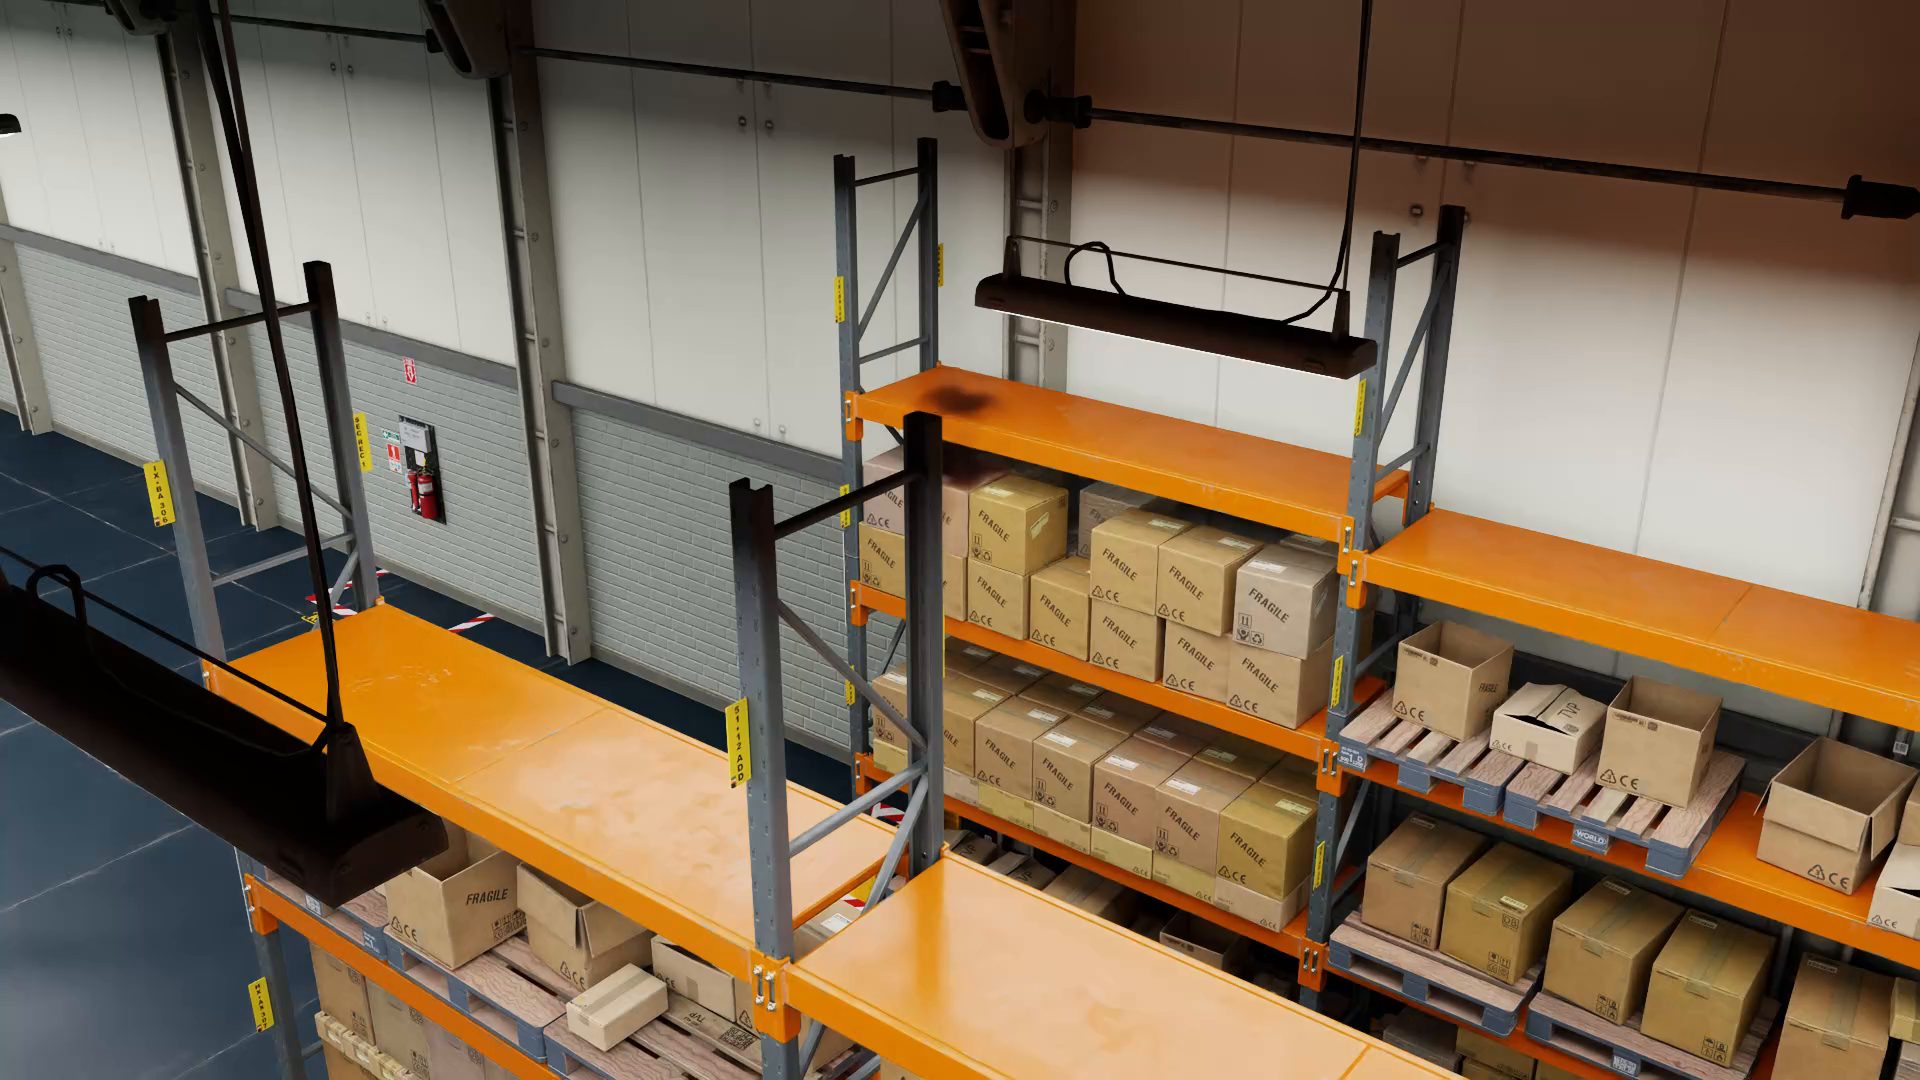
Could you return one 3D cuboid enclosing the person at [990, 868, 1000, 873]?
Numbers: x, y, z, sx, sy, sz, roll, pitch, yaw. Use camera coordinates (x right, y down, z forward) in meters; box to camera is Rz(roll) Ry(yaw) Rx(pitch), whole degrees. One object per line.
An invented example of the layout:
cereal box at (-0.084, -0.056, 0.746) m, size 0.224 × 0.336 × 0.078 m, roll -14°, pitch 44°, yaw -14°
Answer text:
person at (0.188, 2.983, 11.196) m, size 0.578 × 1.776 × 0.403 m, roll 17°, pitch 28°, yaw 35°
